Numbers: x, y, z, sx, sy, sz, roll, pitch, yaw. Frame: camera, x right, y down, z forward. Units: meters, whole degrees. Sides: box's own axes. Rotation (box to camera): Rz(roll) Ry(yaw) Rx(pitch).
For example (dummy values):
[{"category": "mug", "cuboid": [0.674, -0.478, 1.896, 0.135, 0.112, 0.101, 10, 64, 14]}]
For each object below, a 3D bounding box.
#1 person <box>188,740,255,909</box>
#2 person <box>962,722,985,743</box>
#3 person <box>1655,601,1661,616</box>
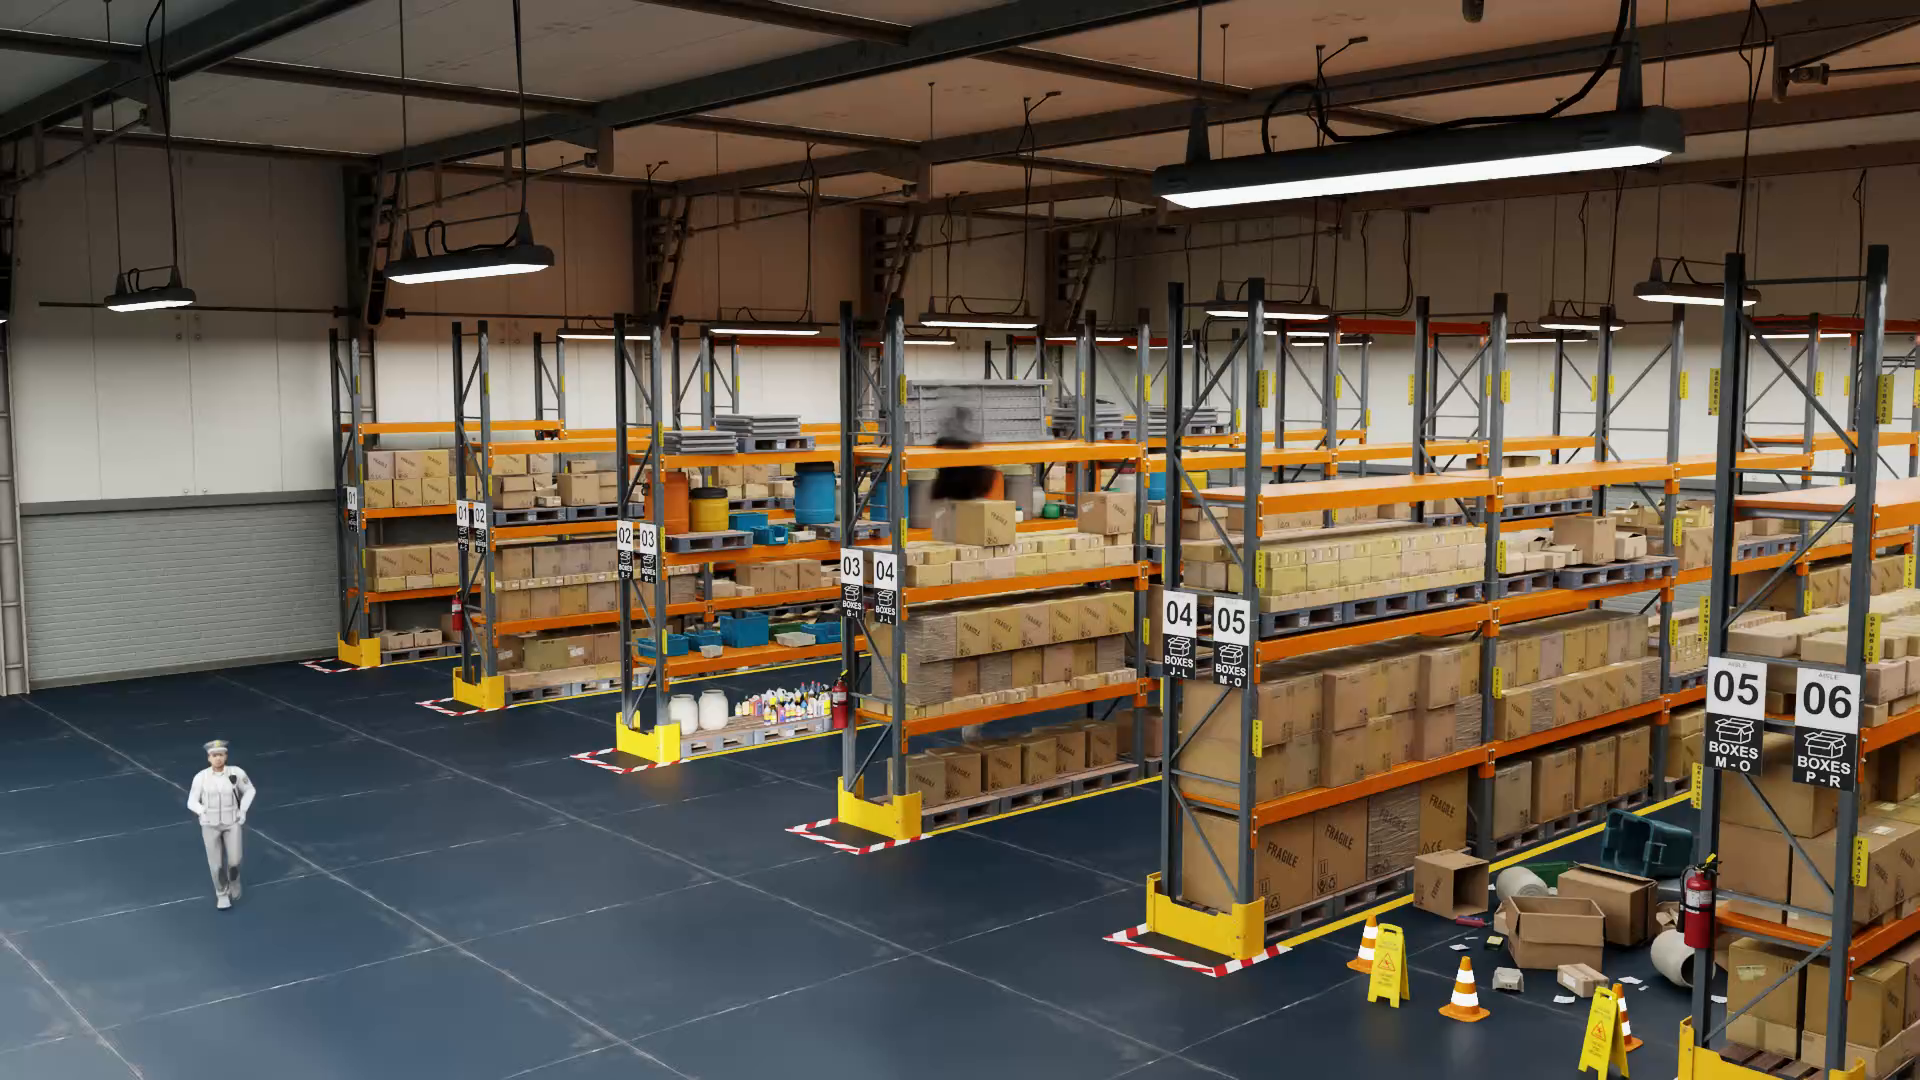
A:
[{"category": "person", "cuboid": [-7.120, 2.751, 16.058, 0.605, 1.654, 0.532, -2, 6, -23]}, {"category": "person", "cuboid": [0.163, 2.201, 21.756, 0.594, 1.624, 0.550, 5, 8, 44]}, {"category": "person", "cuboid": [10.613, 1.817, 25.033, 0.969, 1.832, 0.734, -4, 7, -36]}]
